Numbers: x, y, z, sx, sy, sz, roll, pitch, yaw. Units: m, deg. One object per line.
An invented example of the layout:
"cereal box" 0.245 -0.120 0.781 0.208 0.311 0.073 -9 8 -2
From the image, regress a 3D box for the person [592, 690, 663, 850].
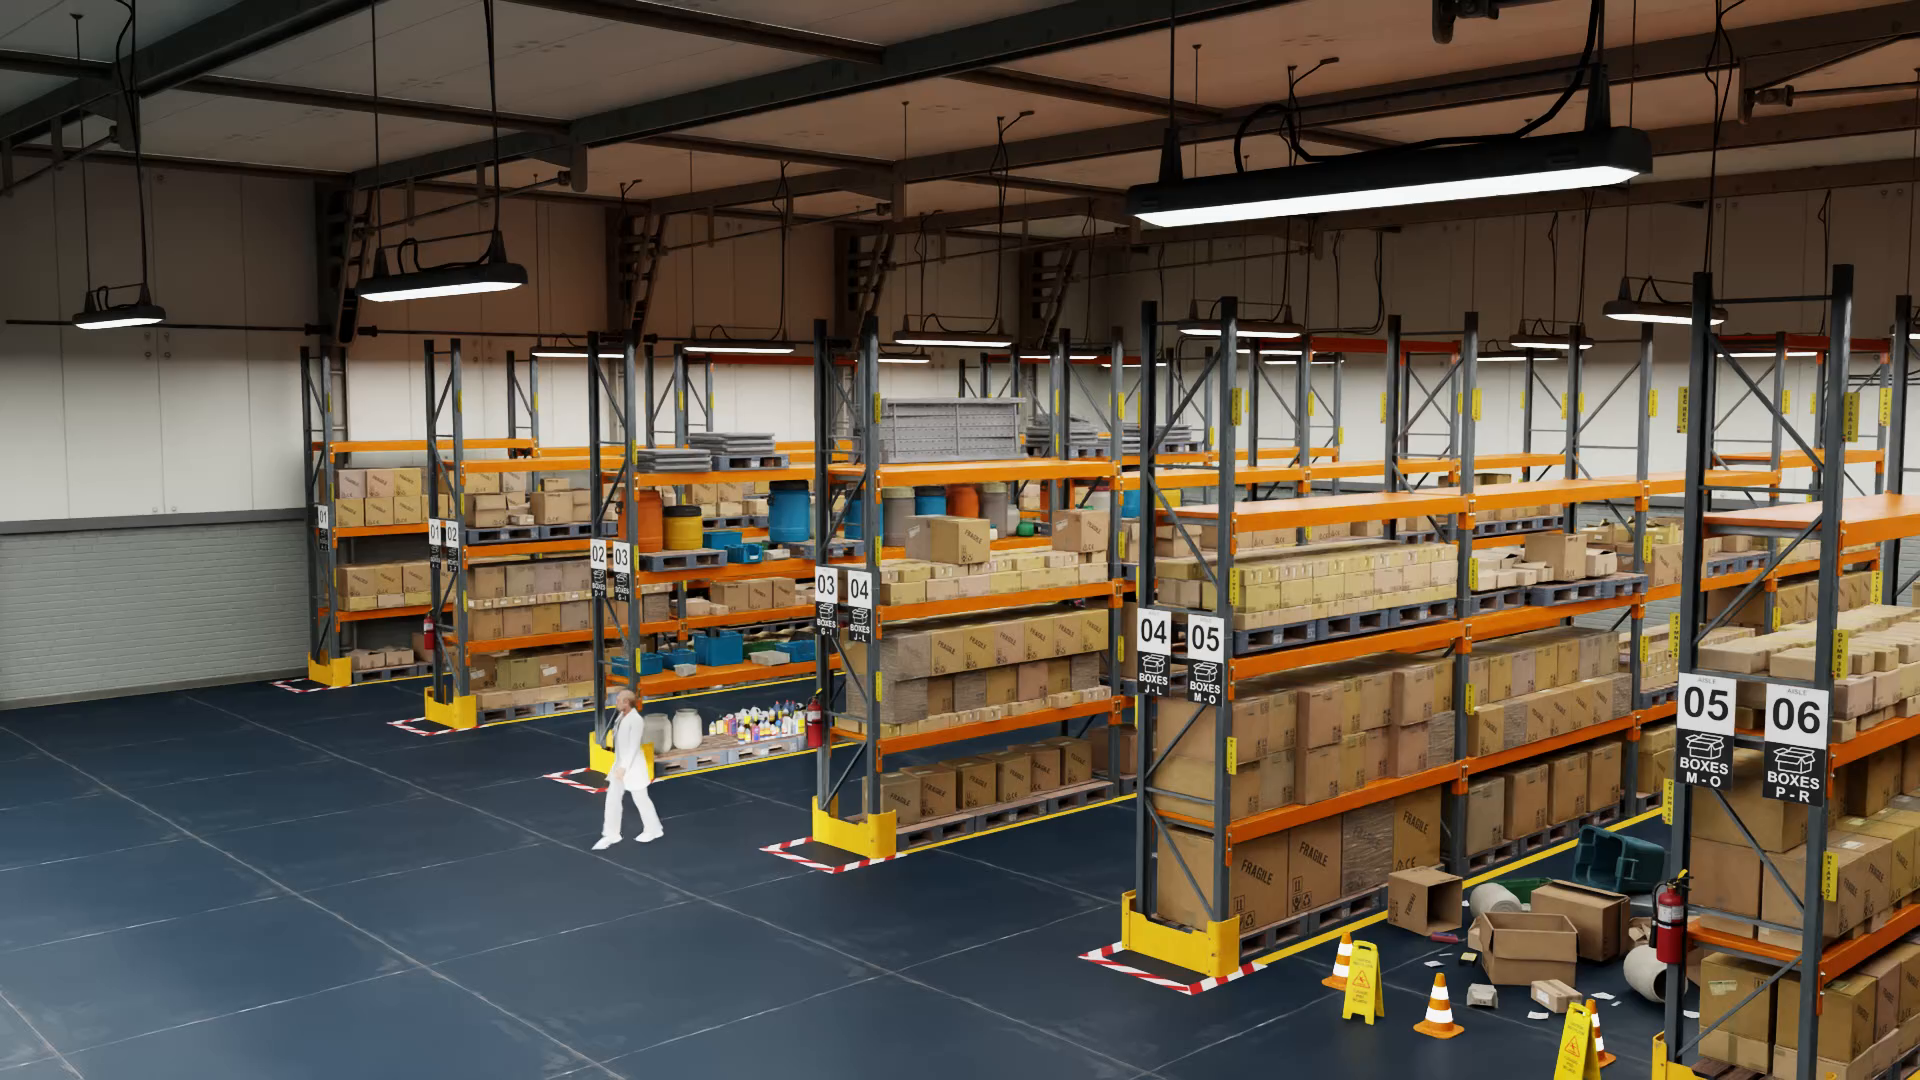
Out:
"person" -3.829 2.626 19.046 0.845 1.818 0.617 -4 6 -38

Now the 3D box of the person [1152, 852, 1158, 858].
"person" 2.547 2.721 18.566 0.896 1.616 0.521 -1 5 -7
